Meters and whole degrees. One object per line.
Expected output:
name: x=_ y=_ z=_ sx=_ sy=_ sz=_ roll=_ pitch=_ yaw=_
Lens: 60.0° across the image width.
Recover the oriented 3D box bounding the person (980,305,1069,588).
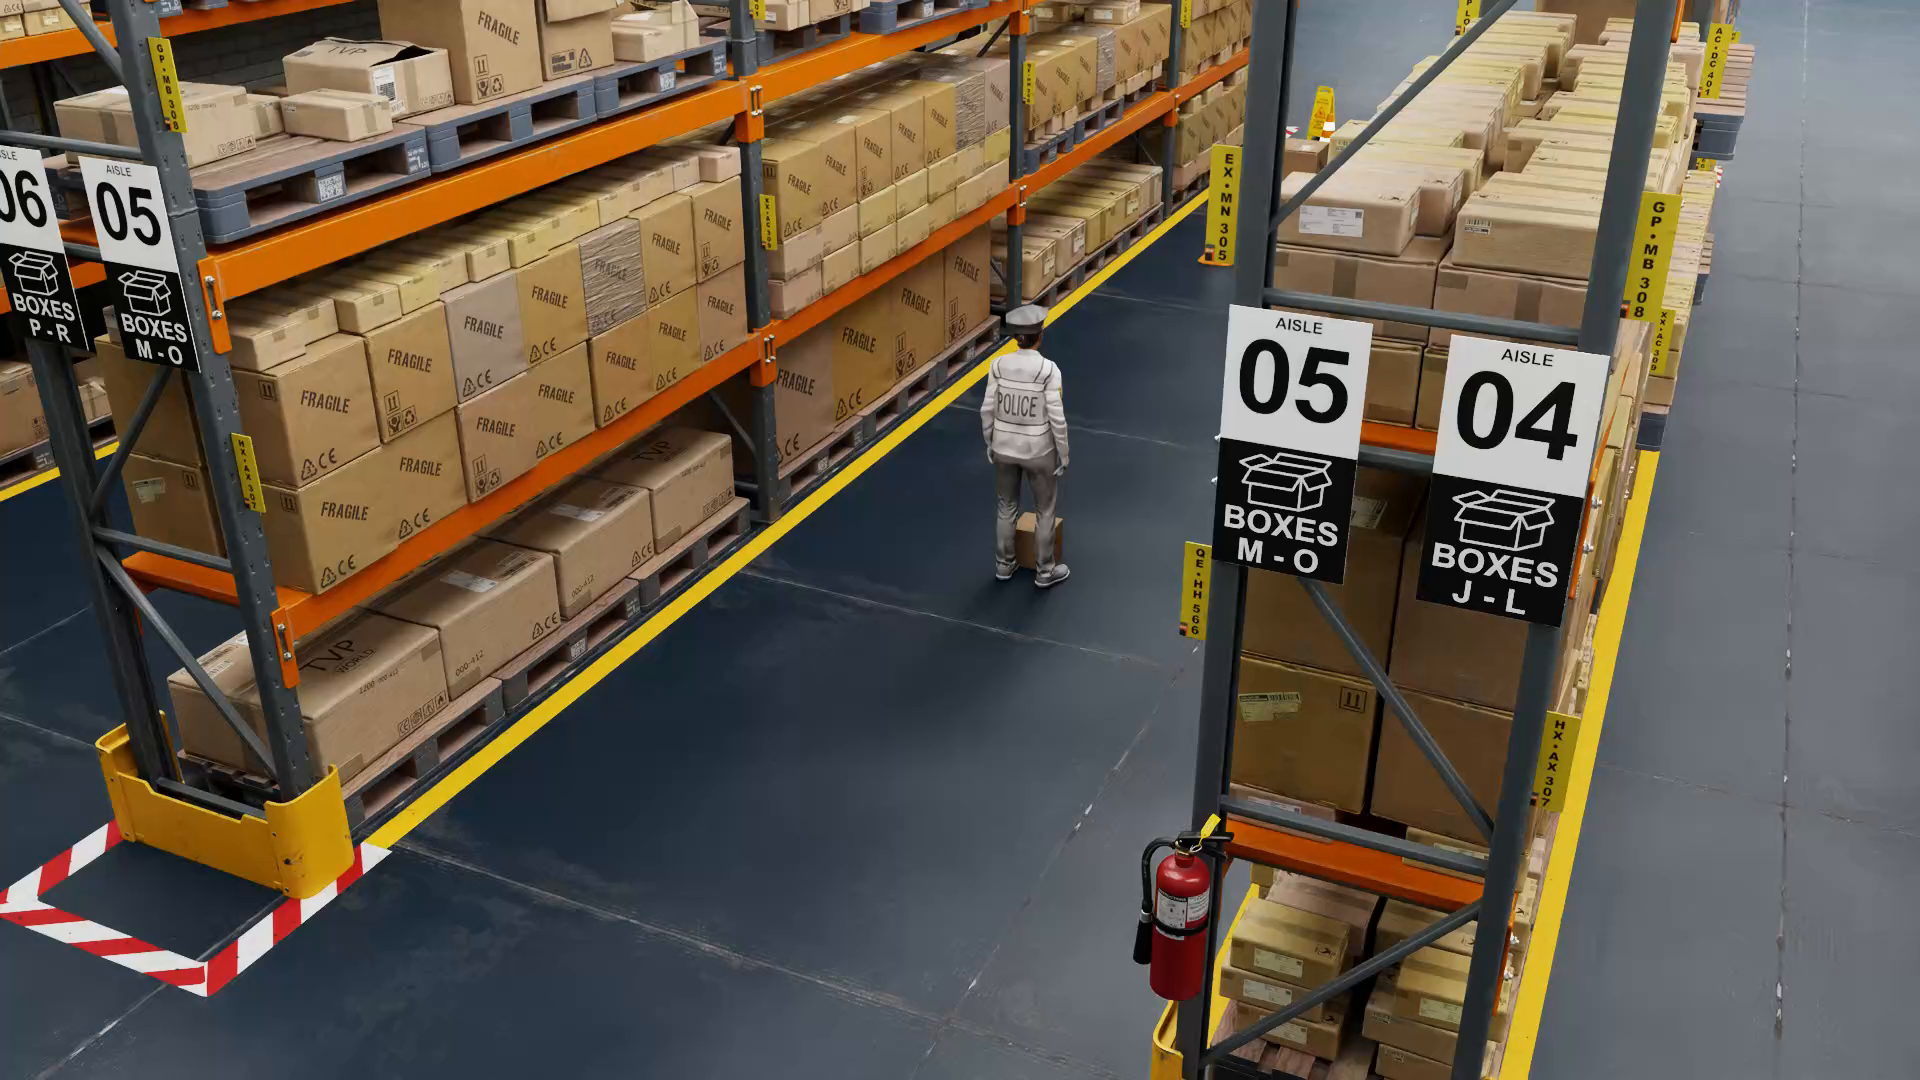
person: x=0.380 y=-0.521 z=9.666 sx=0.526 sy=1.662 sz=0.373 roll=11 pitch=28 yaw=21
